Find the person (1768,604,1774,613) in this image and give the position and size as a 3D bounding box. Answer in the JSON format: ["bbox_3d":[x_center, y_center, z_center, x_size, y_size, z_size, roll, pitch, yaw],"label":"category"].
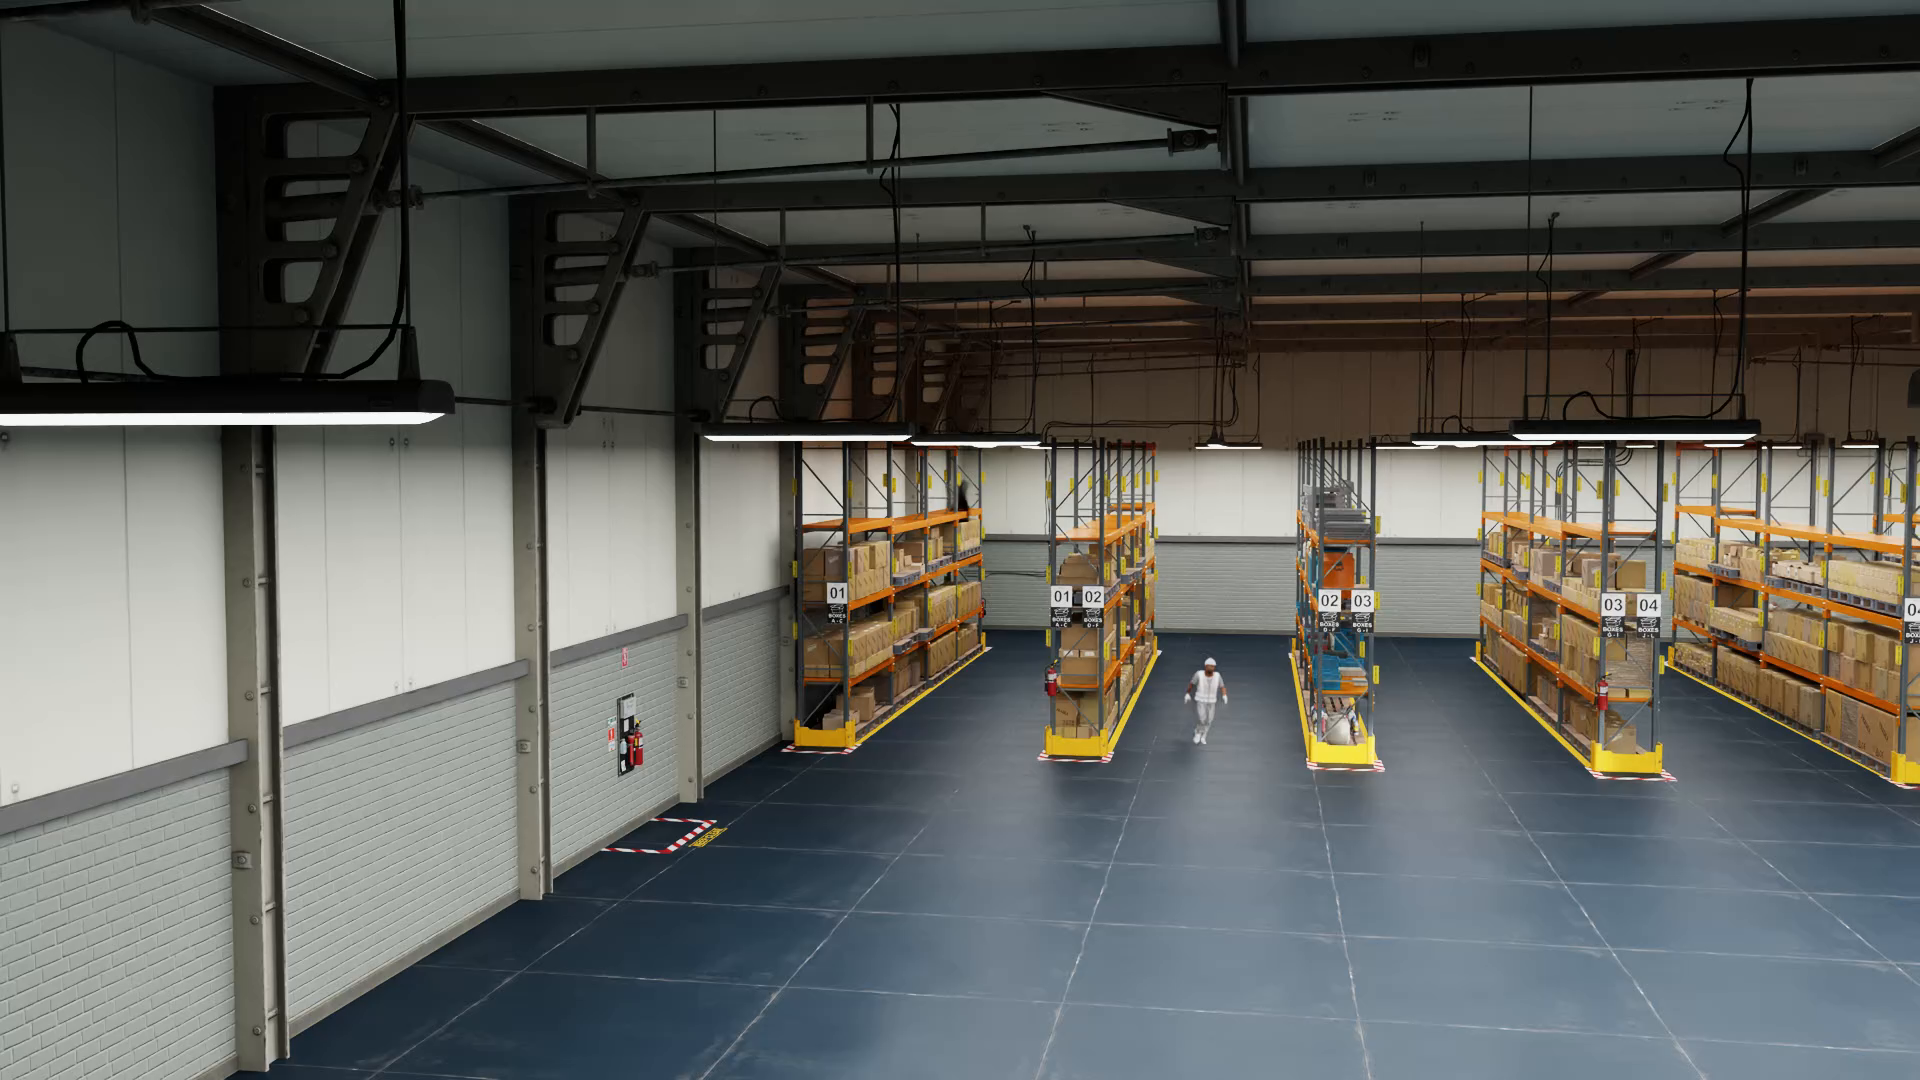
[{"bbox_3d":[21.391,2.548,43.733,0.641,1.725,0.737,-1,3,-23],"label":"person"}]

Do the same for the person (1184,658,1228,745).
[{"bbox_3d":[4.798,3.135,32.217,0.684,1.720,0.803,-1,3,-13],"label":"person"}]

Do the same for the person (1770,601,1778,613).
[{"bbox_3d":[22.801,2.492,46.364,0.617,1.569,0.543,0,3,-3],"label":"person"}]
